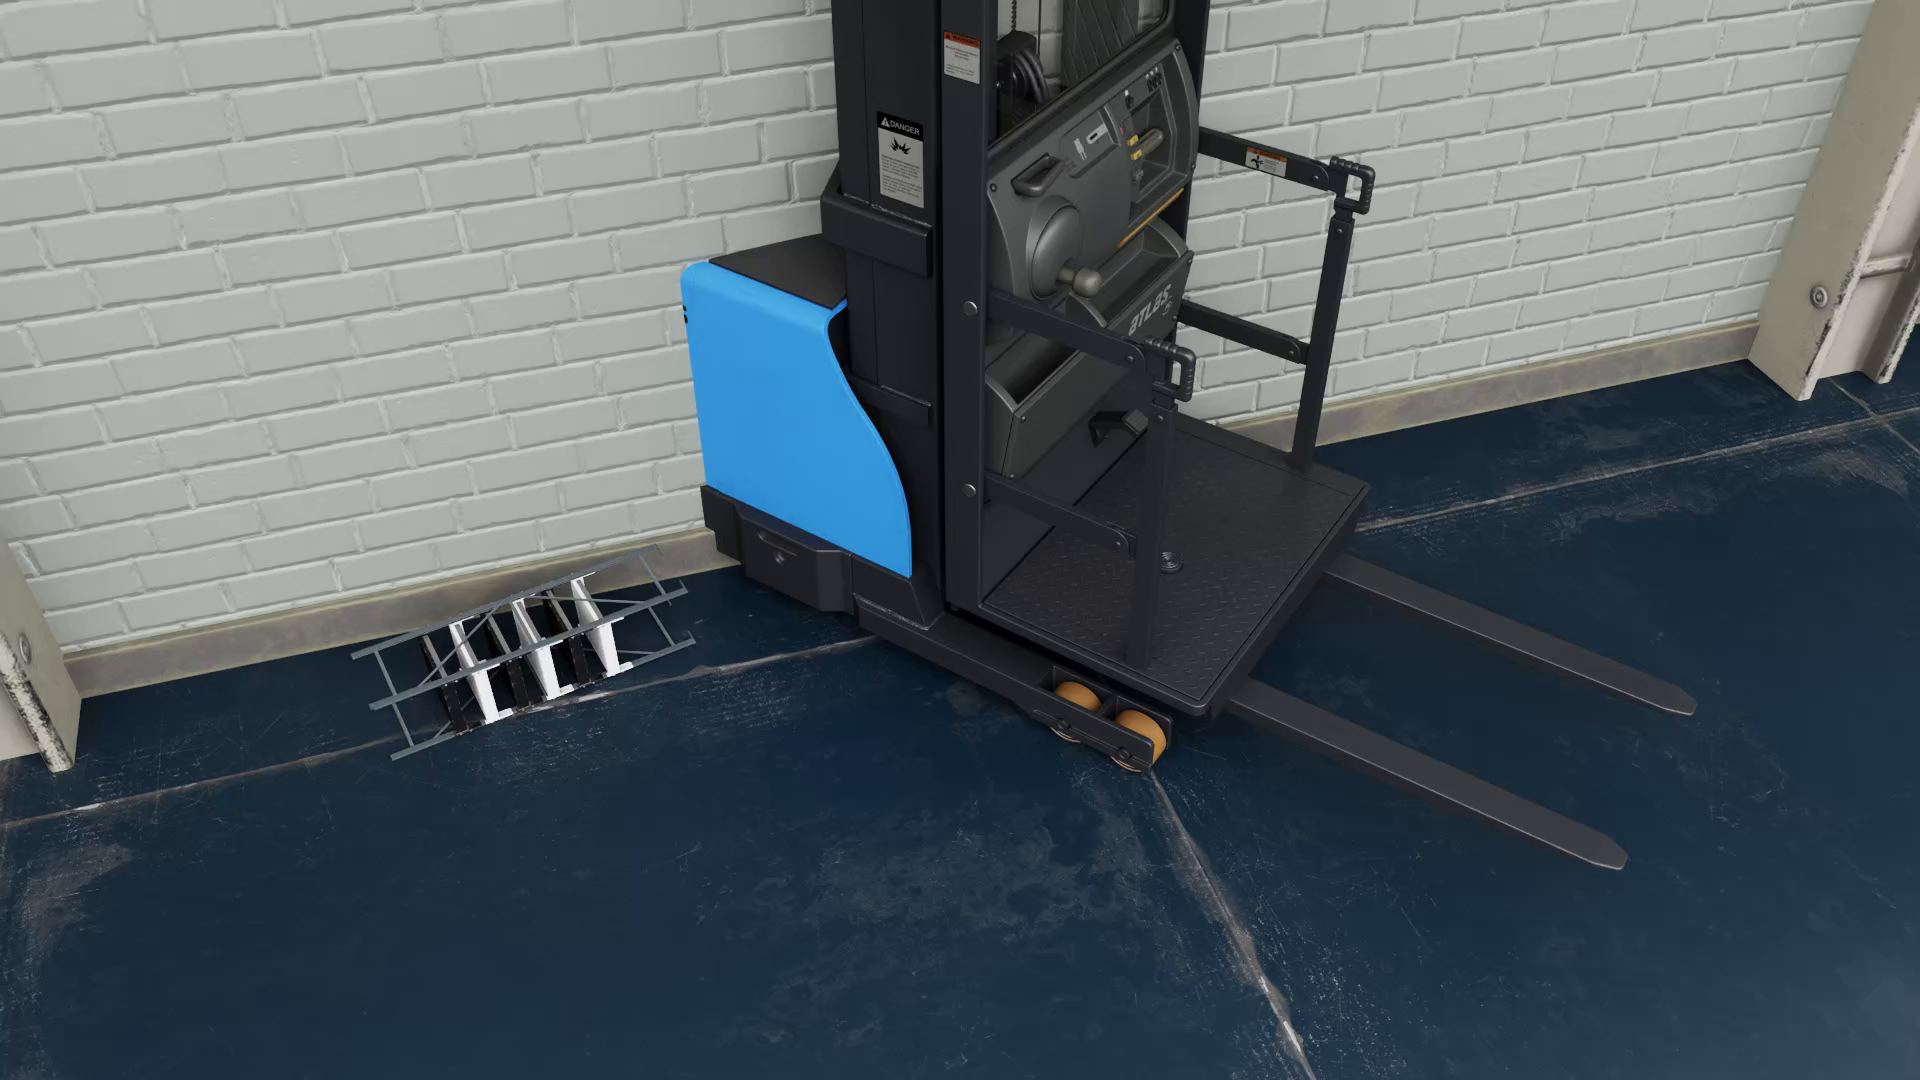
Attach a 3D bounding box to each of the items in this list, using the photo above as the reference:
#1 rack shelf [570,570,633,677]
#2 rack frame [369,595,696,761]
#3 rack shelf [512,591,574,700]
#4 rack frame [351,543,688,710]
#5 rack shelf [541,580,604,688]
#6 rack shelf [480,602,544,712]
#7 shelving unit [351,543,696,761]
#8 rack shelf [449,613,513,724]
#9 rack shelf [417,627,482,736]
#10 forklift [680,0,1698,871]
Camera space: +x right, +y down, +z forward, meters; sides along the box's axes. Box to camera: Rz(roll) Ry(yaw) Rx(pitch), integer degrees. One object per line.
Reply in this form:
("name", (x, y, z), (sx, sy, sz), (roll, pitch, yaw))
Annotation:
("rack shelf", (-1.042, 0.236, 4.811), (0.077, 0.200, 0.258), (-21, 45, -22))
("rack frame", (-1.225, 0.384, 4.799), (0.900, 0.006, 0.240), (-21, 45, -22))
("rack shelf", (-1.197, 0.297, 4.745), (0.077, 0.200, 0.258), (-21, 45, -22))
("rack frame", (-1.227, 0.232, 4.665), (0.900, 0.006, 0.240), (-21, 45, -22))
("rack shelf", (-1.119, 0.266, 4.778), (0.077, 0.200, 0.258), (-21, 45, -22))
("rack shelf", (-1.275, 0.327, 4.711), (0.077, 0.200, 0.258), (-21, 45, -22))
("shelving unit", (-1.226, 0.308, 4.732), (0.900, 0.210, 0.258), (-21, 45, -22))
("rack shelf", (-1.353, 0.357, 4.678), (0.077, 0.200, 0.258), (-21, 45, -22))
("rack shelf", (-1.431, 0.388, 4.644), (0.077, 0.200, 0.258), (-21, 45, -22))
("forklift", (0.518, -0.876, 4.025), (3.031, 2.935, 1.130), (24, 46, 25))
